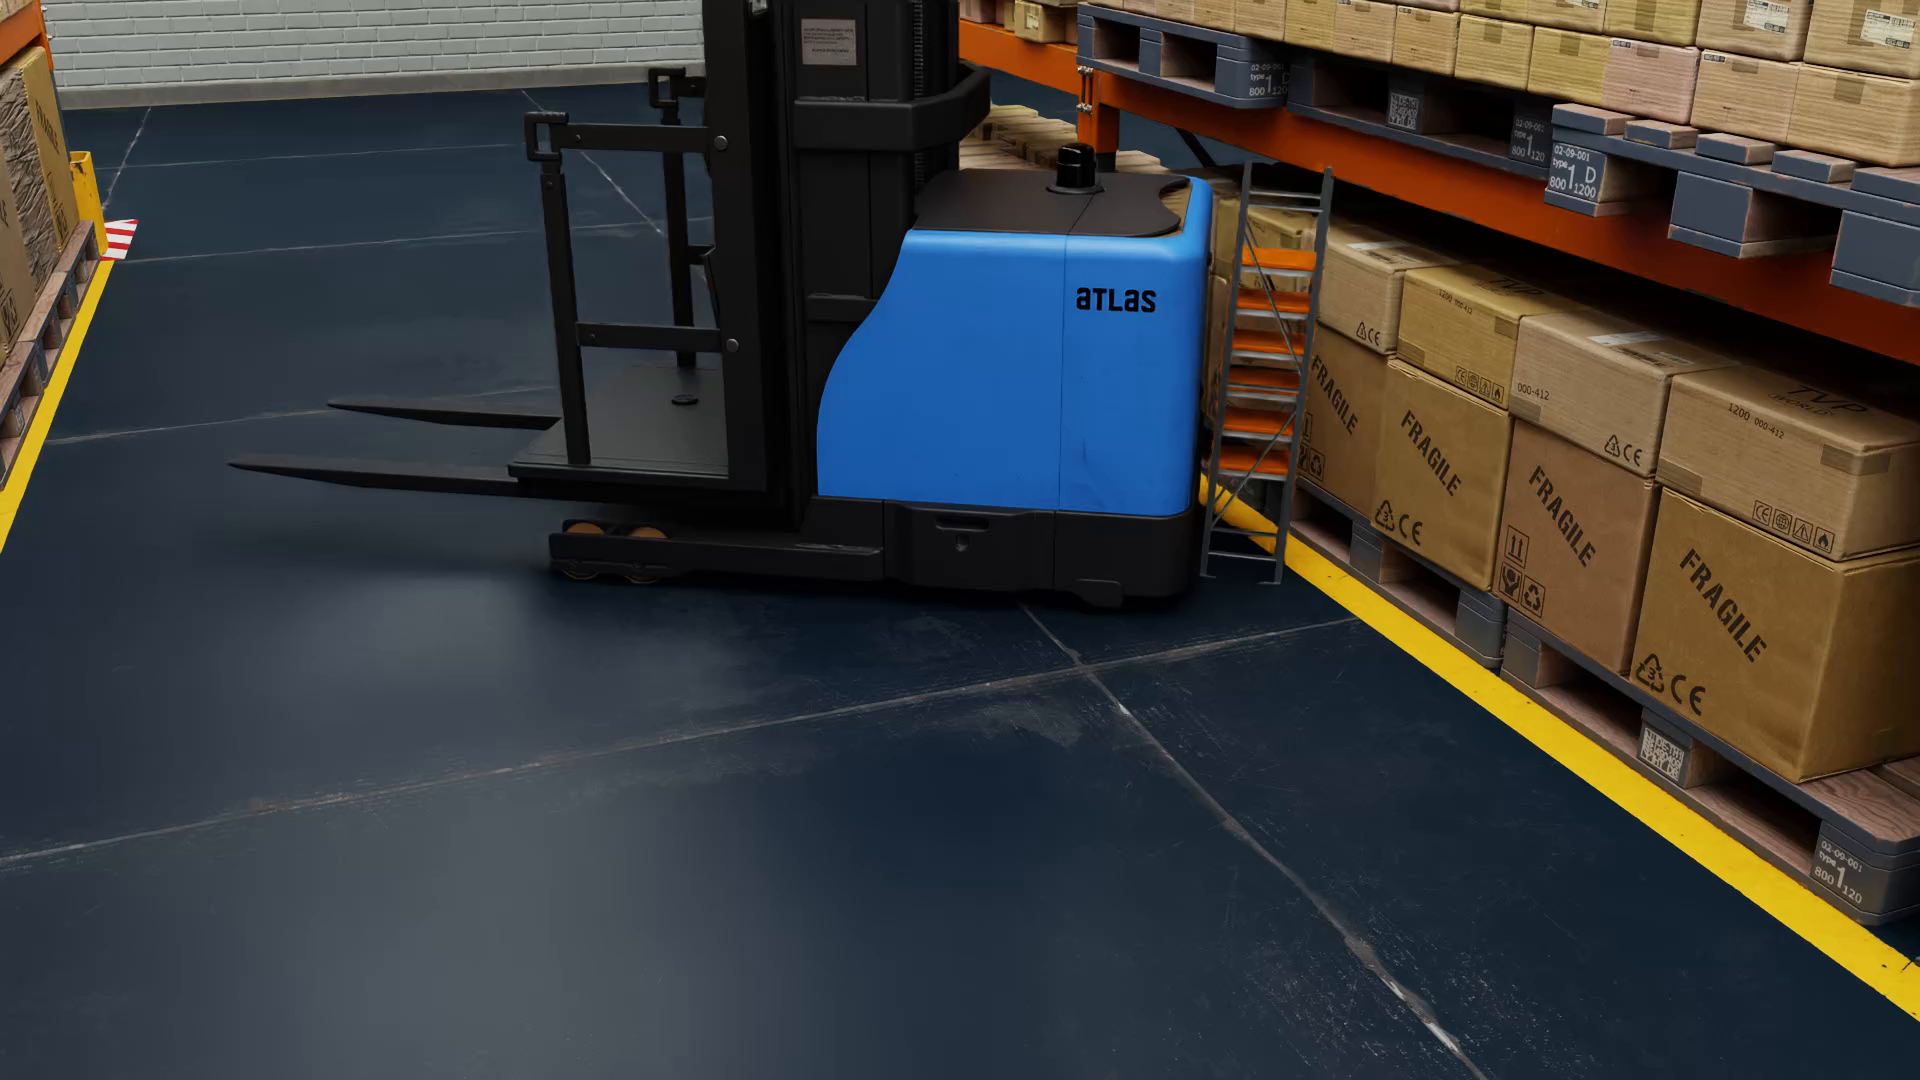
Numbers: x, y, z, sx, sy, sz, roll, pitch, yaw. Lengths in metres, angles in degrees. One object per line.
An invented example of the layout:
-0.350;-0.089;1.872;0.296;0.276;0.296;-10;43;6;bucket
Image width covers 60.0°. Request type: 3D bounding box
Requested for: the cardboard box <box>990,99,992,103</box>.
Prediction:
-0.035;-2.497;9.675;0.380;0.149;0.250;-8;24;-18;cardboard box

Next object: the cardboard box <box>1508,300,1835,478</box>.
1.692;-0.375;3.990;0.500;0.250;0.500;-8;24;-18;cardboard box

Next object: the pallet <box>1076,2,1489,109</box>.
1.088;-1.661;5.575;1.003;0.211;1.213;-8;24;-19;pallet

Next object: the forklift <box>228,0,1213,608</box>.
-0.767;-1.416;4.835;3.031;2.935;1.130;4;23;9;forklift

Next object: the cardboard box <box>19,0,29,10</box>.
-4.608;-2.562;7.791;0.380;0.149;0.250;-8;24;-18;cardboard box

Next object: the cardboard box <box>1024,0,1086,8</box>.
0.519;-2.367;6.492;0.500;0.500;0.500;-8;24;-19;cardboard box

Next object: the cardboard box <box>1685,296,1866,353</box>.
2.171;-0.449;4.165;0.500;0.250;0.500;-9;24;-20;cardboard box

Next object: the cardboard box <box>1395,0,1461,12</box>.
1.309;-1.394;4.094;0.380;0.149;0.250;-8;24;-18;cardboard box

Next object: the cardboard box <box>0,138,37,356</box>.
-4.198;-1.195;6.419;0.875;0.875;0.875;-8;24;-19;cardboard box

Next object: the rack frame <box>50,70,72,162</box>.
-5.135;-2.856;8.165;1.000;3.000;0.127;-8;24;-19;rack frame

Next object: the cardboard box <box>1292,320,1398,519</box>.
1.353;-0.403;5.022;0.500;0.500;0.500;-8;24;-18;cardboard box

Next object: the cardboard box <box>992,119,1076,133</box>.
0.390;-2.128;8.801;0.380;0.149;0.250;-7;24;-17;cardboard box

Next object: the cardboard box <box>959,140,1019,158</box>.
0.070;-1.864;8.173;0.380;0.149;0.250;-8;24;-19;cardboard box

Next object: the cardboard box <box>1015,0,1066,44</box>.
0.441;-2.081;6.650;0.380;0.149;0.250;-9;24;-20;cardboard box

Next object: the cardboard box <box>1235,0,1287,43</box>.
1.029;-1.543;4.832;0.380;0.149;0.250;-9;25;-21;cardboard box

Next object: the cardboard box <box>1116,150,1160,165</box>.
0.722;-1.743;7.888;0.380;0.149;0.250;-8;24;-18;cardboard box

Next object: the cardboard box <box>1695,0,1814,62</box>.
1.671;-1.022;3.213;0.380;0.149;0.250;-7;24;-17;cardboard box

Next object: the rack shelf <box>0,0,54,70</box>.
-4.428;-1.798;6.581;1.077;0.370;4.000;-8;24;-19;rack shelf

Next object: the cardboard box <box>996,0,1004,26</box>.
0.376;-2.290;7.144;0.380;0.149;0.250;-9;24;-20;cardboard box

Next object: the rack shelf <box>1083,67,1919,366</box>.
1.661;-0.989;4.660;1.077;0.370;4.000;-8;24;-19;rack shelf

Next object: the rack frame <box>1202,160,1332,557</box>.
0.889;-0.498;4.872;0.240;1.200;0.006;6;24;8;rack frame

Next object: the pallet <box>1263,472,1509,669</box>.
1.665;-0.035;5.062;1.003;0.211;1.213;-8;24;-19;pallet

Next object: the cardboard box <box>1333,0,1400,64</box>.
1.215;-1.353;4.380;0.380;0.149;0.250;-10;25;-21;cardboard box

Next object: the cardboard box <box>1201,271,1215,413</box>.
0.967;-0.784;5.925;0.500;0.500;0.500;-7;24;-17;cardboard box

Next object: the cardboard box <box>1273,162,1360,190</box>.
1.454;-1.198;5.943;0.500;0.250;0.500;-9;24;-20;cardboard box

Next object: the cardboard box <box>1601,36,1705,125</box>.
1.586;-0.971;3.475;0.380;0.149;0.250;-8;24;-18;cardboard box

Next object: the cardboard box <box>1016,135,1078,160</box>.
0.498;-1.926;8.321;0.380;0.149;0.250;-8;24;-19;cardboard box

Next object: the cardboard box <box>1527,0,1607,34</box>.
1.487;-1.208;3.655;0.380;0.149;0.250;-8;24;-19;cardboard box

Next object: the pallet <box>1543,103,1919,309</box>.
2.016;-0.749;3.413;1.213;0.211;1.003;-8;24;-19;pallet

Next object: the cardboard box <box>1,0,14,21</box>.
-4.432;-2.380;7.357;0.380;0.149;0.250;-8;24;-18;cardboard box

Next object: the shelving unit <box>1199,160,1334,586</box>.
0.873;-0.463;4.789;0.258;1.200;0.189;6;24;8;shelving unit

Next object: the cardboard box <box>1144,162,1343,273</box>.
0.968;-1.129;5.780;0.500;0.250;0.500;-9;25;-21;cardboard box

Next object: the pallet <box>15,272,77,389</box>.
-4.352;-0.849;6.993;1.003;0.211;1.213;-8;24;-19;pallet

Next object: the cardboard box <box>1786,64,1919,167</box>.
1.763;-0.787;3.039;0.380;0.149;0.250;-8;24;-18;cardboard box

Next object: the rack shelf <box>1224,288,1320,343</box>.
0.882;-0.643;4.711;0.258;0.103;0.180;6;24;8;rack shelf

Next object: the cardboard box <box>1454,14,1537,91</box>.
1.404;-1.160;3.923;0.380;0.149;0.250;-9;25;-21;cardboard box

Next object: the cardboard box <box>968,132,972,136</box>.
-0.158;-2.044;8.601;0.380;0.149;0.250;-7;24;-17;cardboard box

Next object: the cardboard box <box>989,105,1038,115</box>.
0.210;-2.321;9.258;0.380;0.149;0.250;-9;24;-20;cardboard box

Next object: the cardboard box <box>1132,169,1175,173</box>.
0.849;-1.548;7.424;0.380;0.149;0.250;-9;24;-20;cardboard box

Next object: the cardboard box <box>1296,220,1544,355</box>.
1.334;-0.750;4.880;0.500;0.250;0.500;-7;24;-17;cardboard box

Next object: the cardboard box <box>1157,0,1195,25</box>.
0.851;-1.727;5.268;0.380;0.149;0.250;-8;24;-19;cardboard box

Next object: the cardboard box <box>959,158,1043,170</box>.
0.162;-1.662;7.695;0.380;0.149;0.250;-10;25;-22;cardboard box

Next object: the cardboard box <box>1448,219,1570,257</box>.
1.823;-0.819;5.044;0.500;0.250;0.500;-9;25;-21;cardboard box

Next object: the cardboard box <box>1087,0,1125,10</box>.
0.663;-1.918;5.722;0.380;0.149;0.250;-10;25;-22;cardboard box

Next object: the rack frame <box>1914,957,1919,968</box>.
2.367;-0.593;2.796;1.000;3.000;0.127;-8;24;-19;rack frame

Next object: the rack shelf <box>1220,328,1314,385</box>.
0.877;-0.532;4.759;0.258;0.103;0.180;6;24;8;rack shelf

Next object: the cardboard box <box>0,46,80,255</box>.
-4.834;-1.849;7.971;0.875;0.875;0.875;-8;24;-19;cardboard box

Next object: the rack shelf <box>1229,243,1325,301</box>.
0.887;-0.753;4.664;0.258;0.103;0.180;6;24;8;rack shelf

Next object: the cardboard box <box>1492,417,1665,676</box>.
1.710;-0.028;4.131;0.500;0.500;0.500;-7;24;-17;cardboard box
